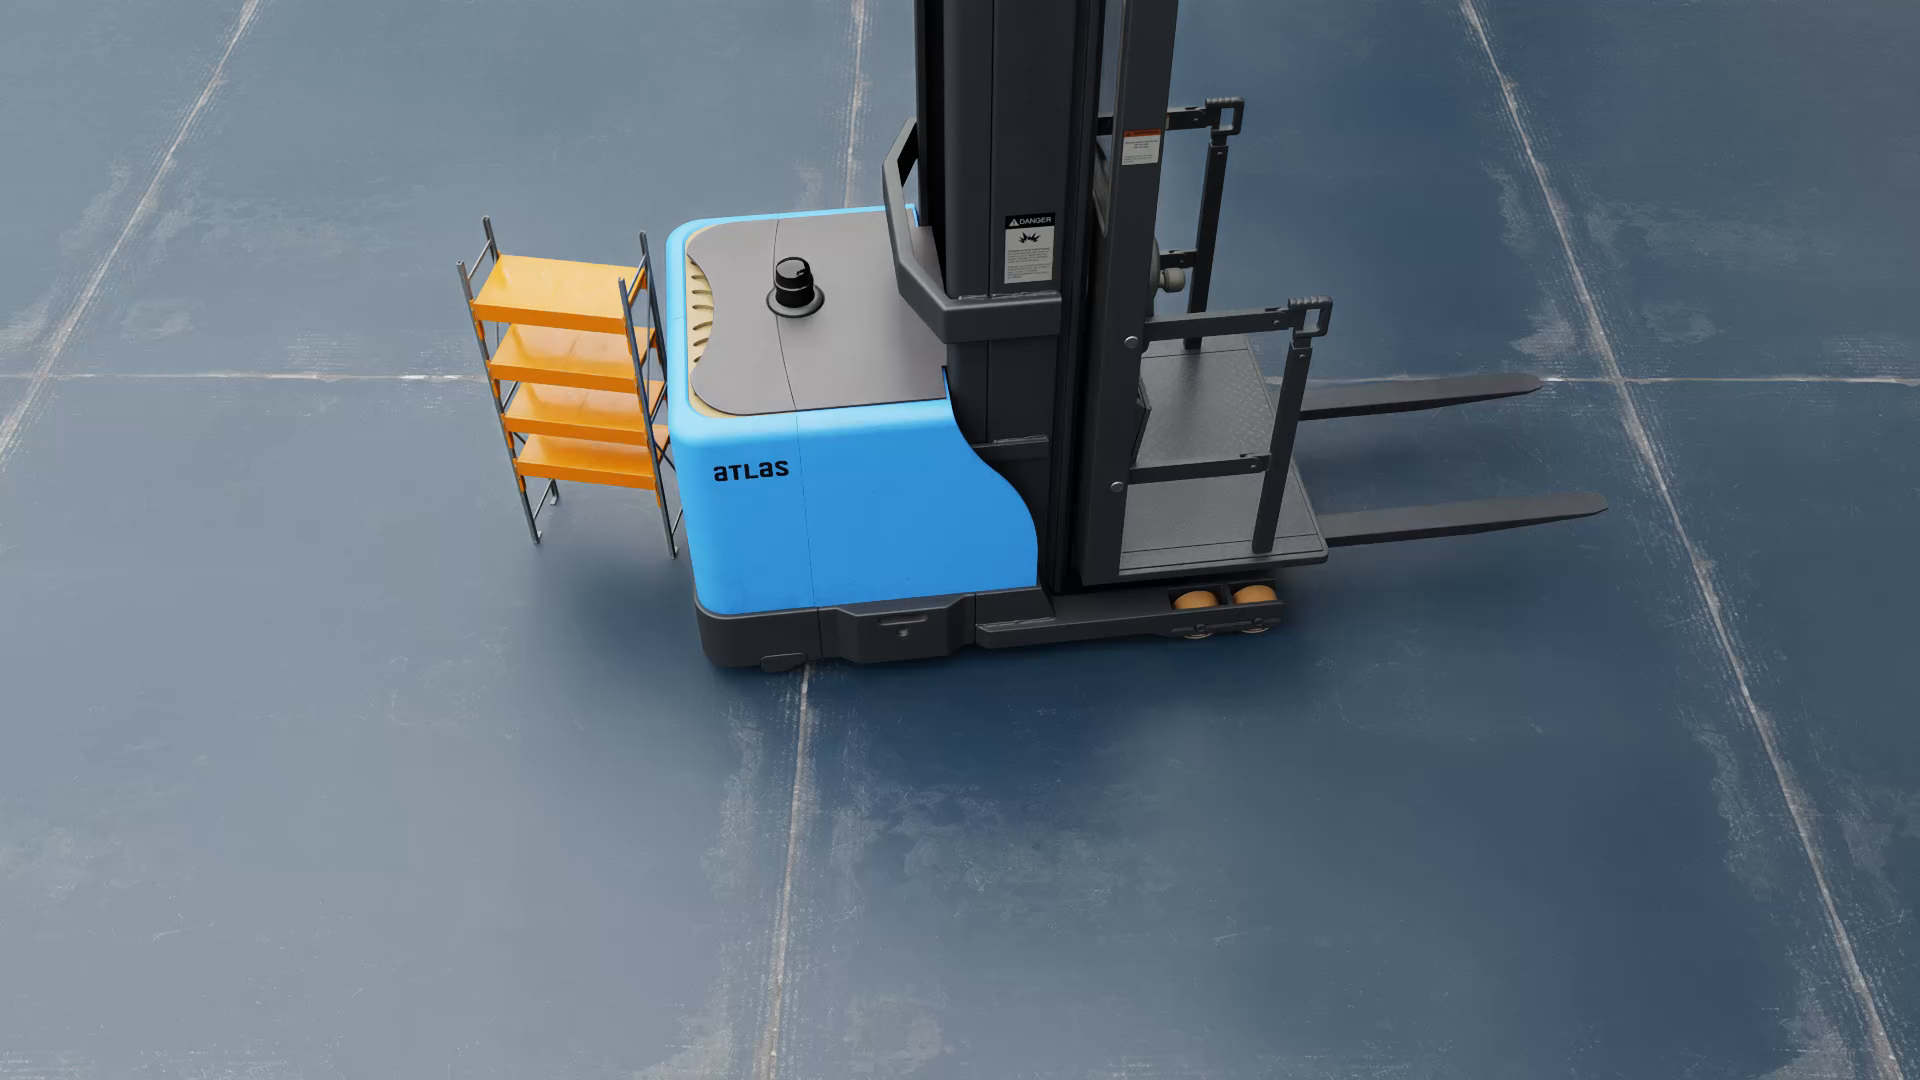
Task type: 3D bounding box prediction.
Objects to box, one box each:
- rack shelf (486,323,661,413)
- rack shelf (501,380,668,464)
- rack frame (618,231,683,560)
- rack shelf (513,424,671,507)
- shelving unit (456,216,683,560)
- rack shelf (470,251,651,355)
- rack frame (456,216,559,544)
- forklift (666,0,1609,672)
[{"bbox_3d":[-1.207,-0.563,5.241,0.480,0.148,0.258,6,47,6],"label":"rack shelf"},{"bbox_3d":[-1.207,-0.410,5.404,0.480,0.148,0.258,6,47,6],"label":"rack shelf"},{"bbox_3d":[-0.966,-0.429,5.330,0.015,1.200,0.240,6,47,6],"label":"rack frame"},{"bbox_3d":[-1.207,-0.275,5.550,0.480,0.148,0.258,6,47,6],"label":"rack shelf"},{"bbox_3d":[-1.207,-0.456,5.355,0.503,1.200,0.258,6,47,6],"label":"shelving unit"},{"bbox_3d":[-1.207,-0.724,5.067,0.480,0.148,0.258,6,47,6],"label":"rack shelf"},{"bbox_3d":[-1.448,-0.484,5.380,0.015,1.200,0.240,6,47,6],"label":"rack frame"},{"bbox_3d":[0.623,-1.057,4.731,3.031,2.935,1.130,-5,47,-5],"label":"forklift"}]
